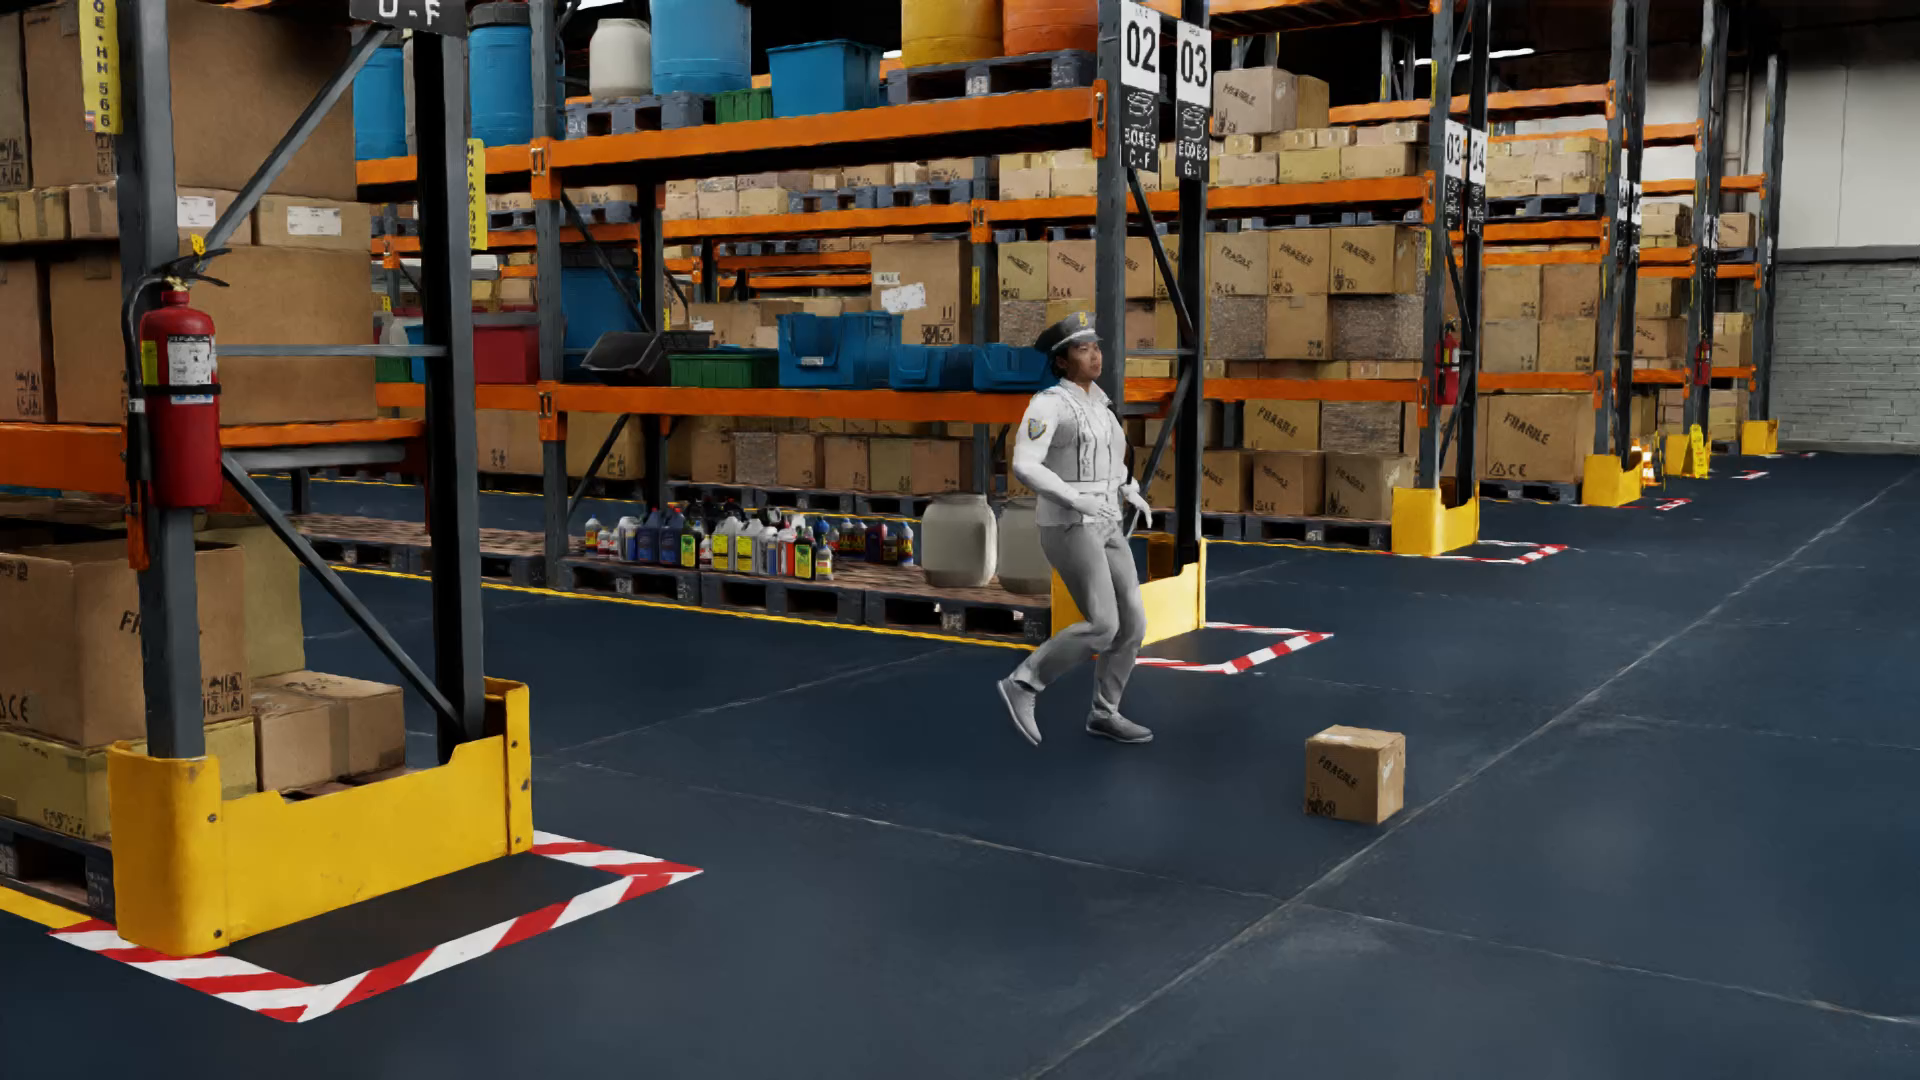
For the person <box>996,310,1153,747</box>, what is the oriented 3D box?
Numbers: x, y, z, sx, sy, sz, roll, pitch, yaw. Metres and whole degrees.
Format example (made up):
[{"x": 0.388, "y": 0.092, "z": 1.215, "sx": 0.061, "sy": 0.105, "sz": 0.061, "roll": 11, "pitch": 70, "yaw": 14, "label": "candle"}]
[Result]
[{"x": 0.482, "y": -0.037, "z": 6.357, "sx": 0.461, "sy": 1.670, "sz": 0.727, "roll": 4, "pitch": 8, "yaw": 31, "label": "person"}]
